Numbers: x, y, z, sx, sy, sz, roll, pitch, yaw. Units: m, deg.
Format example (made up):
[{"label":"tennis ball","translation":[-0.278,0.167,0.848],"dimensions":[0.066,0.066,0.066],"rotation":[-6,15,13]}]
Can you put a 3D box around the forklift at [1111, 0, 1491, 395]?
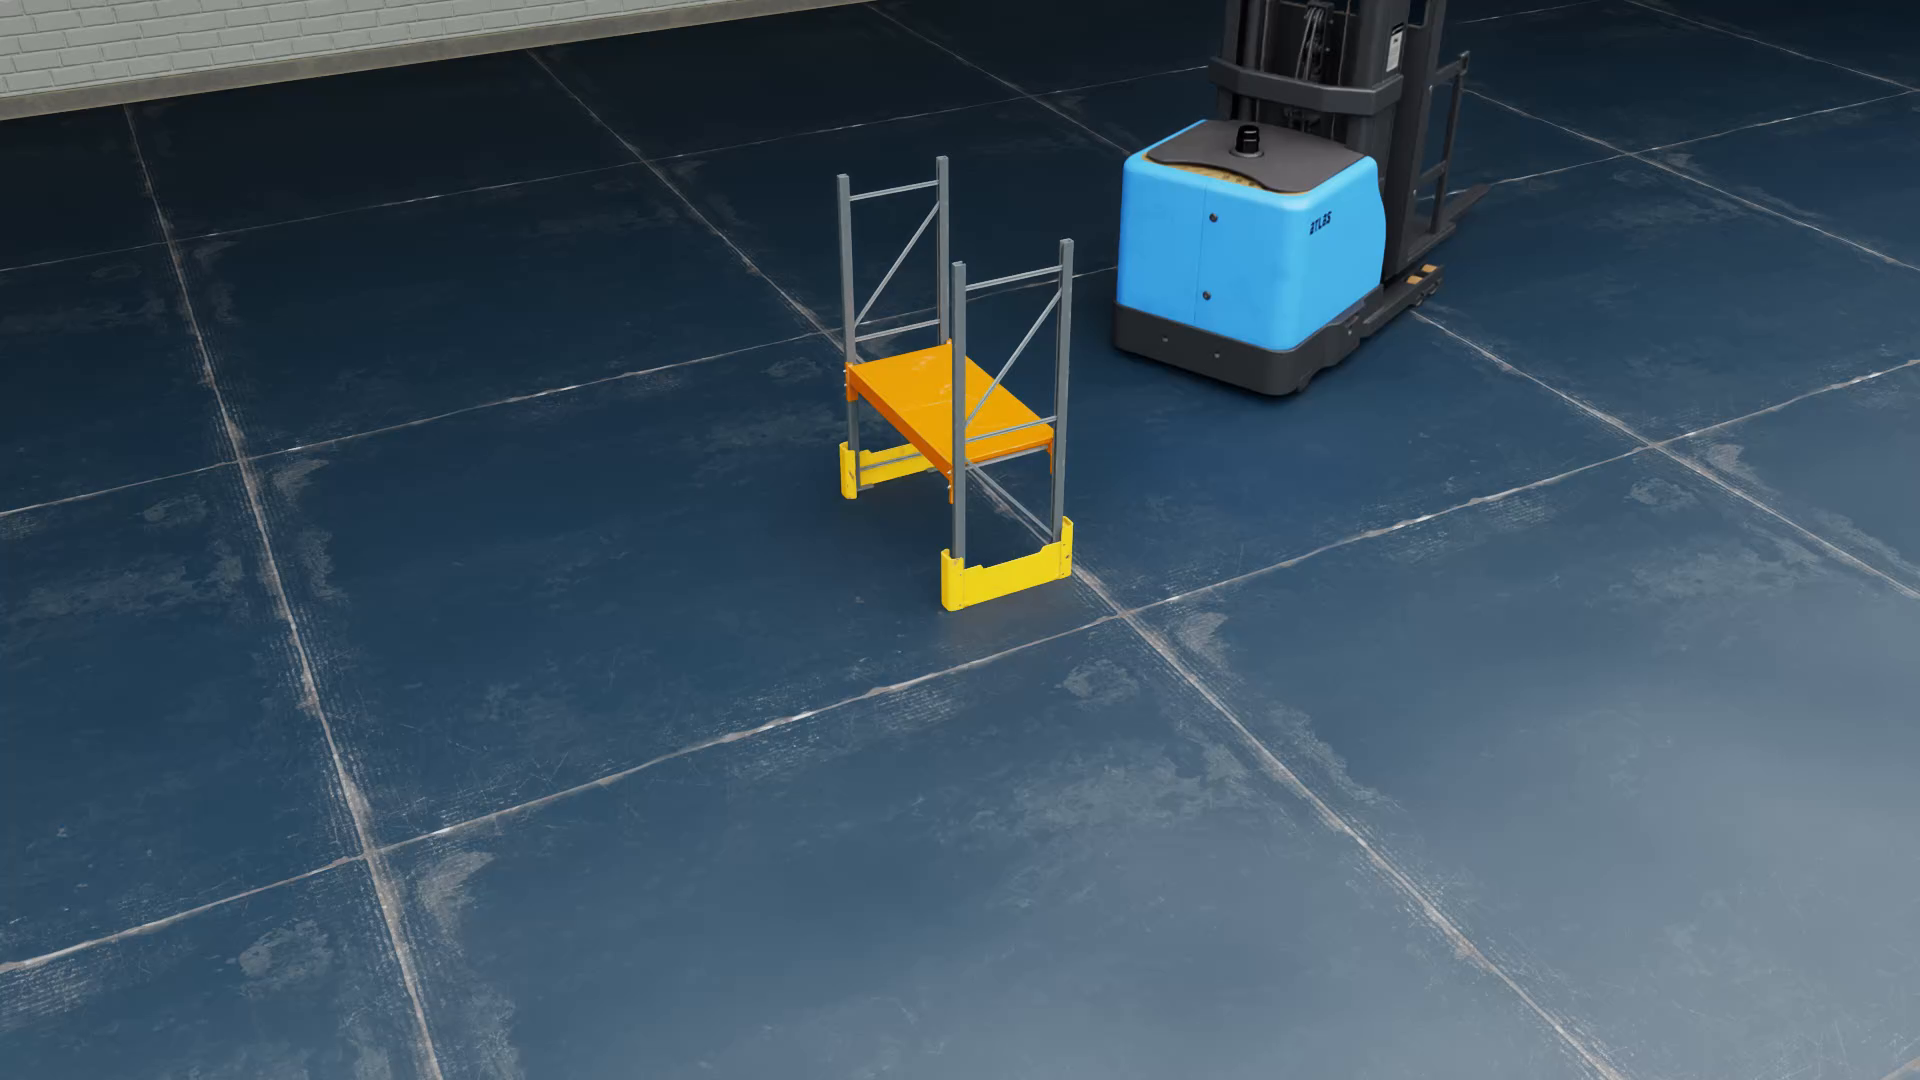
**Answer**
[{"label":"forklift","translation":[2.085,-2.687,8.726],"dimensions":[1.130,2.935,3.031],"rotation":[22,39,31]}]

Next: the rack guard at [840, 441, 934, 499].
[{"label":"rack guard","translation":[-0.268,-0.379,7.610],"dimensions":[0.587,0.250,0.087],"rotation":[-16,36,-23]}]

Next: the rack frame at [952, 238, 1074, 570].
[{"label":"rack frame","translation":[0.197,-0.430,6.530],"dimensions":[0.500,1.500,0.032],"rotation":[-16,36,-23]}]

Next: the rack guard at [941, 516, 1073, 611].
[{"label":"rack guard","translation":[0.197,0.096,6.868],"dimensions":[0.587,0.250,0.087],"rotation":[-16,36,-23]}]

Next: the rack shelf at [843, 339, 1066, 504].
[{"label":"rack shelf","translation":[-0.040,-0.521,7.006],"dimensions":[0.538,0.185,1.000],"rotation":[-16,36,-23]}]

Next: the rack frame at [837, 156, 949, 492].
[{"label":"rack frame","translation":[-0.277,-0.915,7.288],"dimensions":[0.500,1.500,0.032],"rotation":[-16,36,-23]}]

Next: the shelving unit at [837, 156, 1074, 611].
[{"label":"shelving unit","translation":[-0.036,-0.668,6.902],"dimensions":[0.587,1.500,1.083],"rotation":[-16,36,-23]}]
